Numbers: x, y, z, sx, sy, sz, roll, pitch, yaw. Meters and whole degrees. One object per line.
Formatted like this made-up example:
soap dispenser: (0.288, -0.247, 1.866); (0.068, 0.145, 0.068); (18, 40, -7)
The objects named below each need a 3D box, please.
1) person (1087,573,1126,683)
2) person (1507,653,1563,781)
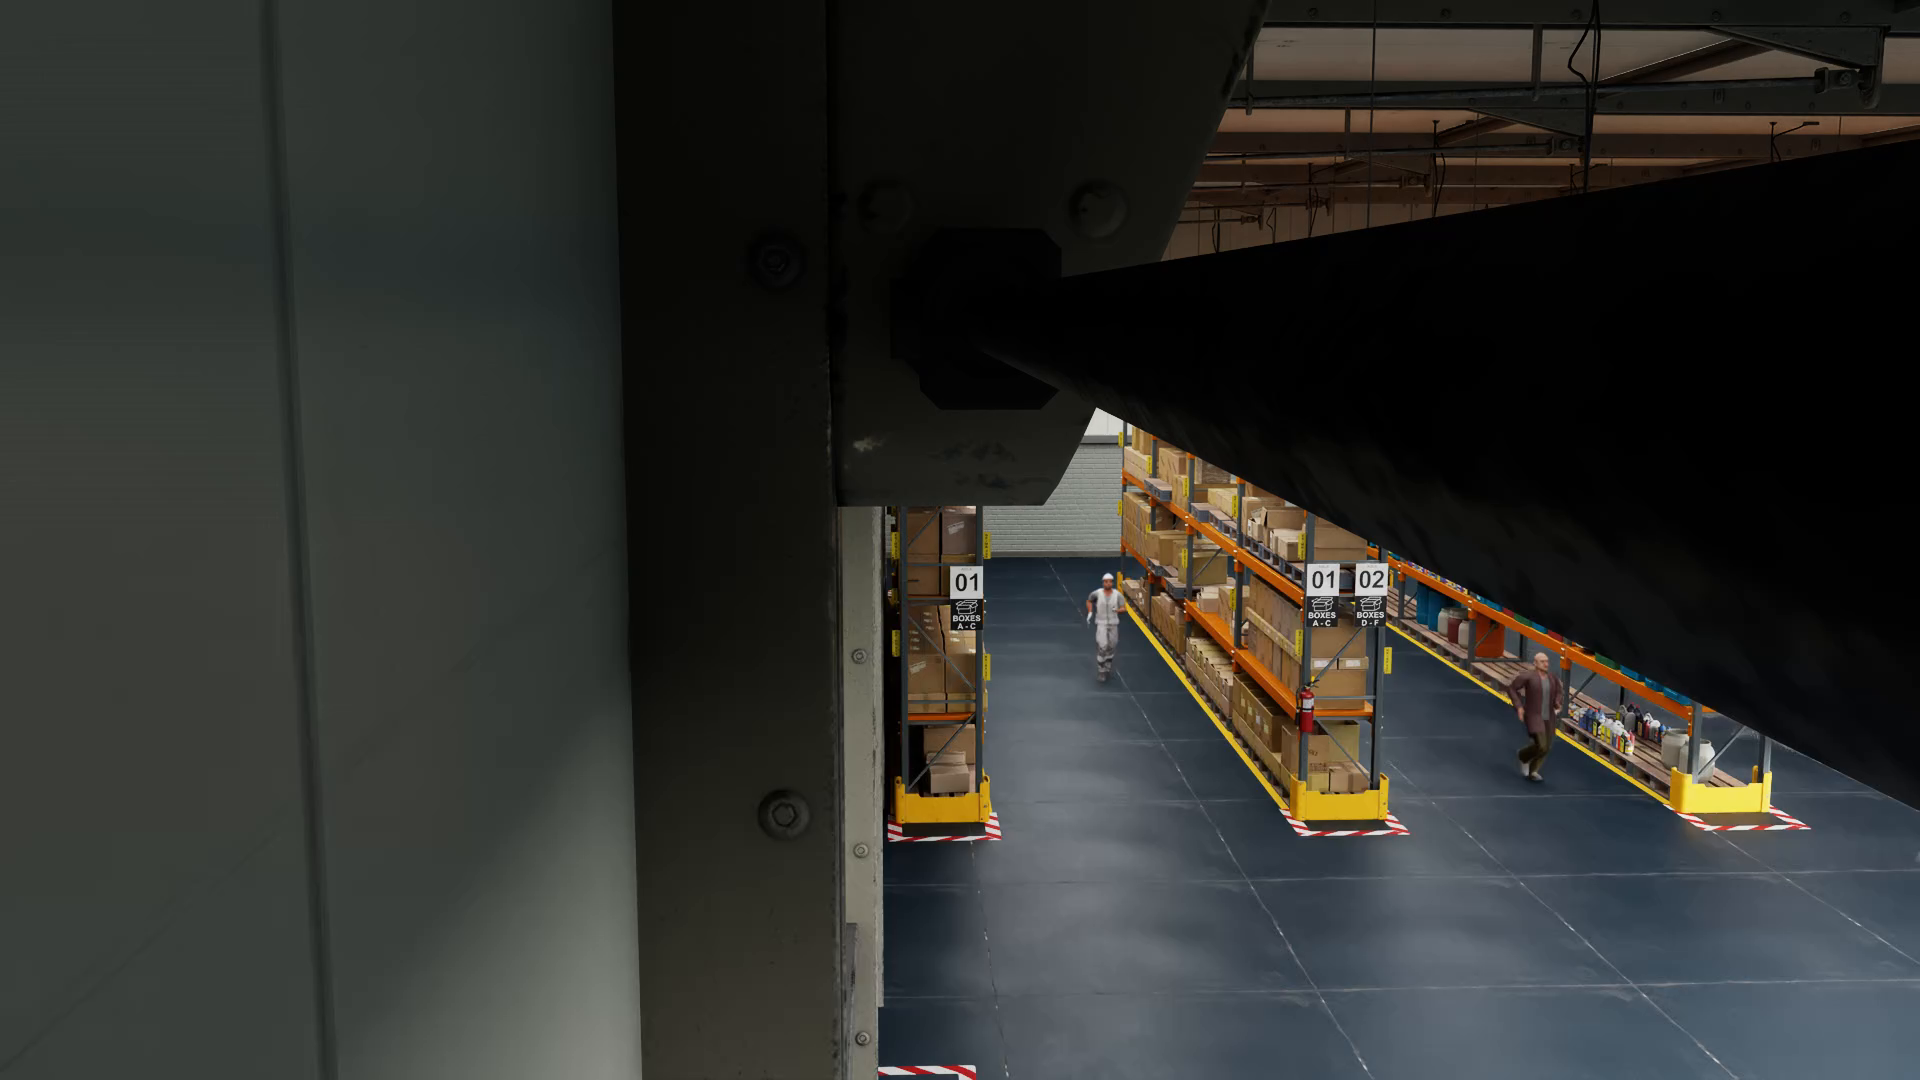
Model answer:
person: (2.493, 1.472, 28.280); (0.650, 1.828, 0.772); (-1, 8, -4)
person: (7.722, 2.368, 22.101); (0.703, 1.733, 0.628); (-2, 8, -15)
